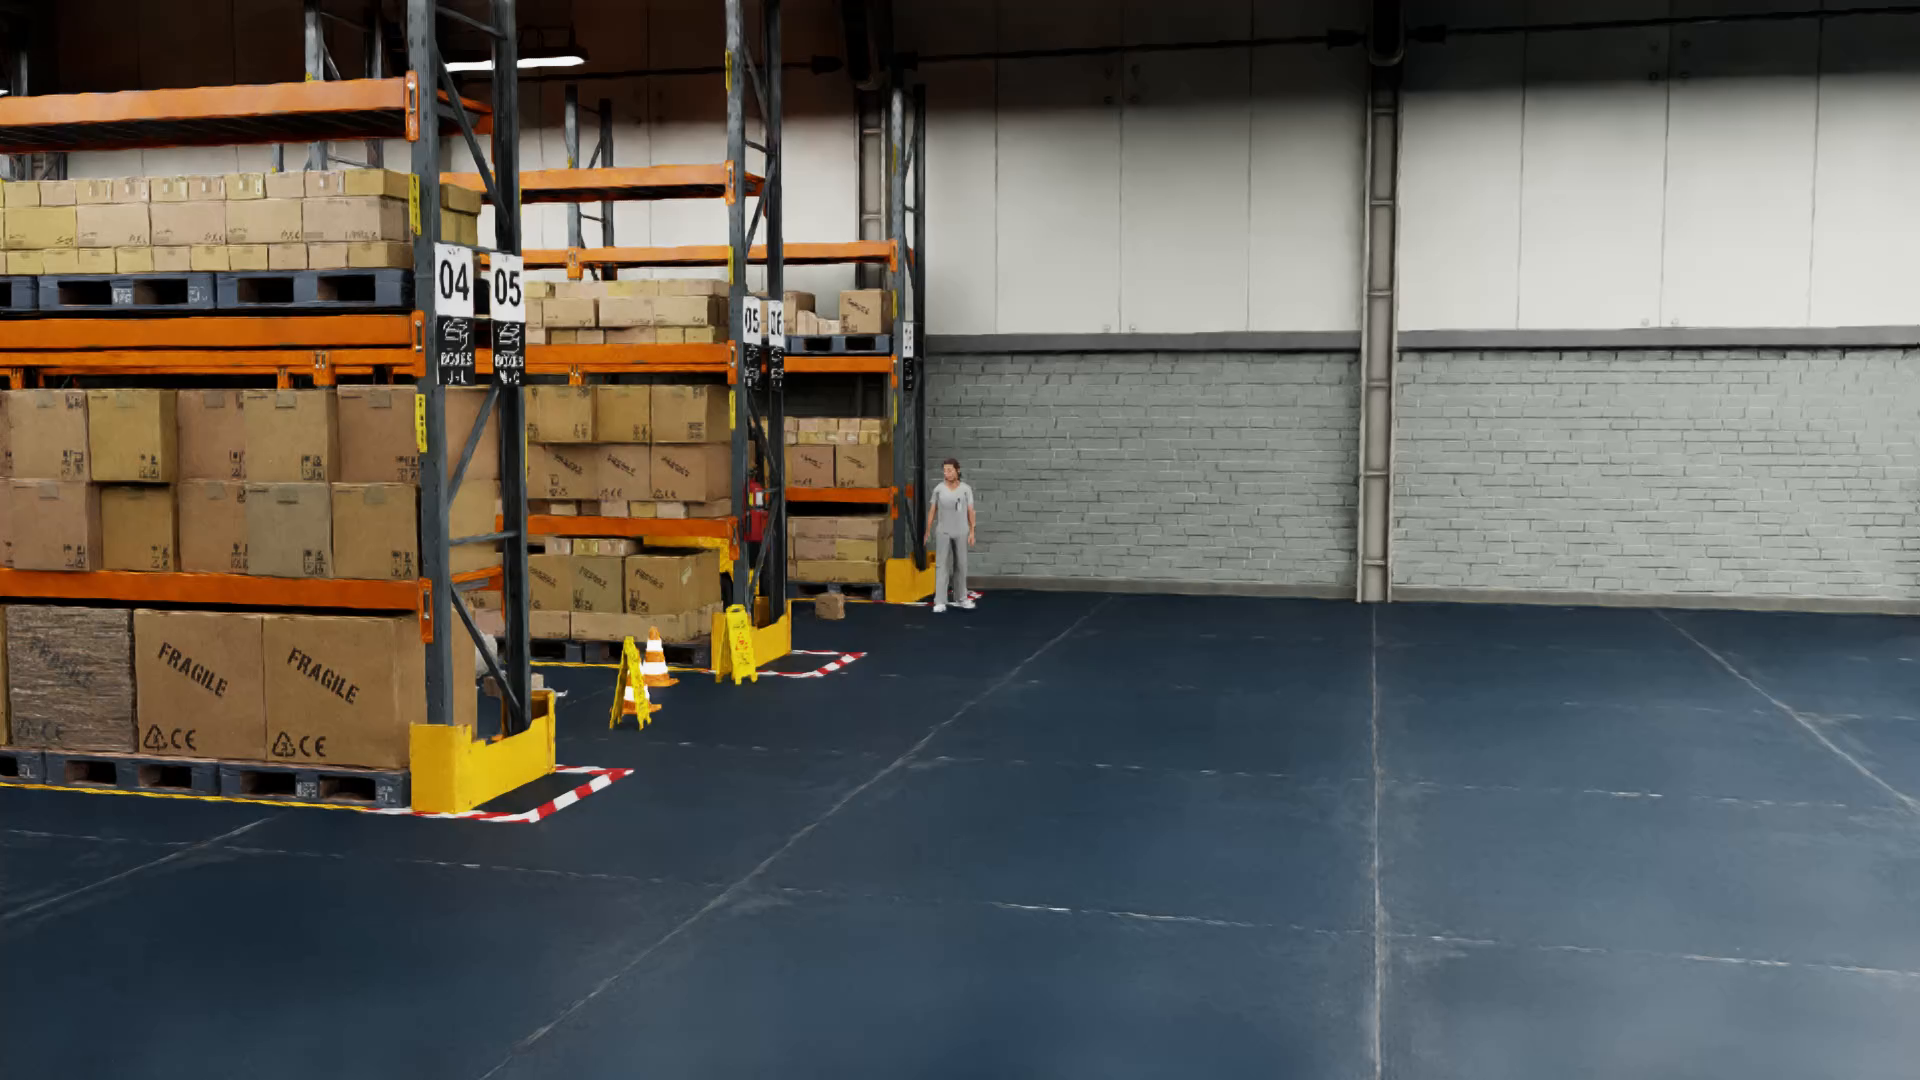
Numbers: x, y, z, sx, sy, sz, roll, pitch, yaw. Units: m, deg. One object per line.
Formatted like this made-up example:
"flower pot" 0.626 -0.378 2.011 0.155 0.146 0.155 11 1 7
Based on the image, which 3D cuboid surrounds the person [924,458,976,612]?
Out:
"person" -0.110 -0.060 18.118 0.576 1.665 0.619 0 5 -1
